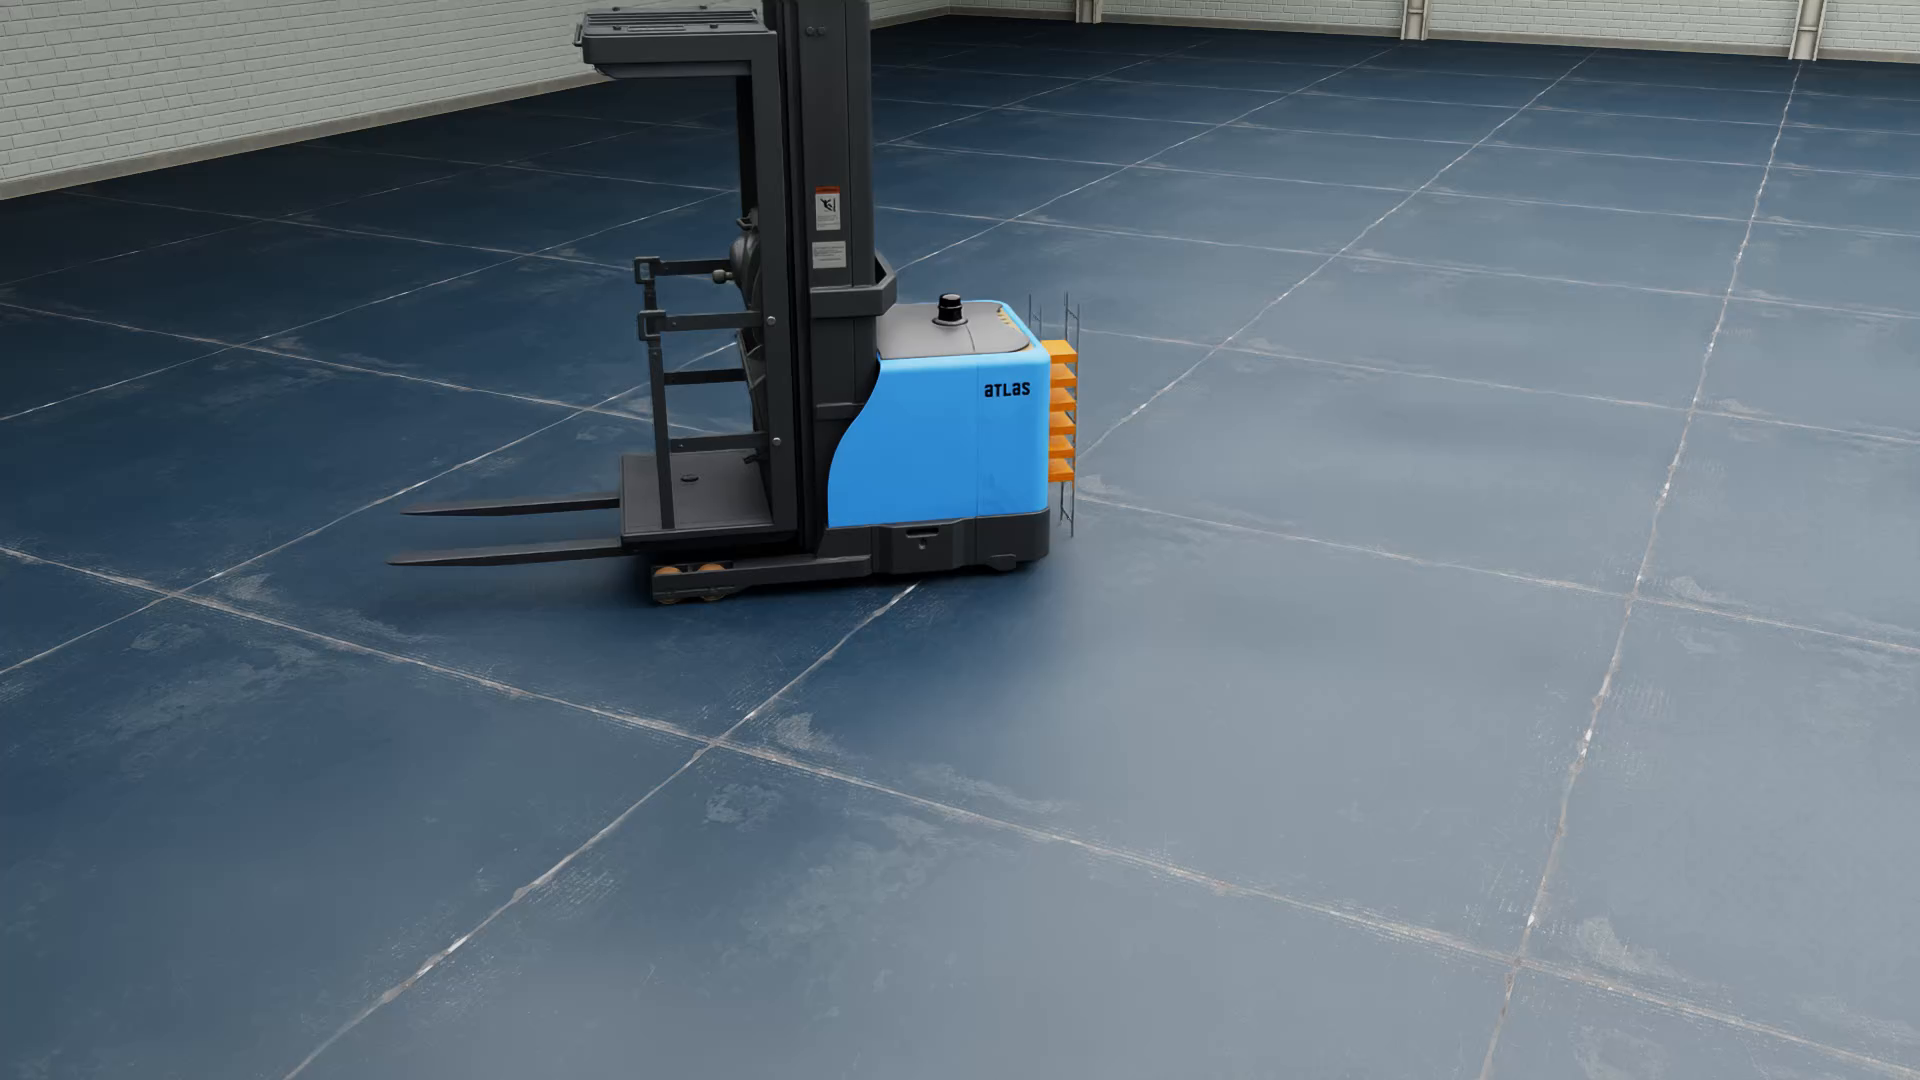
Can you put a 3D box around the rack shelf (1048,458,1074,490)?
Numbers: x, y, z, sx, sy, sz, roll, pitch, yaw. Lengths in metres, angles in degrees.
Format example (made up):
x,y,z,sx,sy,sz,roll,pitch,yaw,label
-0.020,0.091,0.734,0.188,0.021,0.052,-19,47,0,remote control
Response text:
x,y,z,sx,sy,sz,roll,pitch,yaw,label
0.446,-0.331,8.221,0.180,0.103,0.258,-4,23,-10,rack shelf

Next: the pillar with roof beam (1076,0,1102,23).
x,y,z,sx,sy,sz,roll,pitch,yaw,label
0.442,-12.239,25.530,0.400,9.000,9.100,11,25,25,pillar with roof beam

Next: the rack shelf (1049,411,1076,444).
x,y,z,sx,sy,sz,roll,pitch,yaw,label
0.446,-0.551,8.127,0.180,0.103,0.258,-4,23,-10,rack shelf

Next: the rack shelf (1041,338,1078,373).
x,y,z,sx,sy,sz,roll,pitch,yaw,label
0.446,-0.883,7.986,0.180,0.103,0.258,-4,23,-10,rack shelf

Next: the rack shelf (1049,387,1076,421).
x,y,z,sx,sy,sz,roll,pitch,yaw,label
0.446,-0.662,8.080,0.180,0.103,0.258,-4,23,-10,rack shelf

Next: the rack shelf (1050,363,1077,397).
x,y,z,sx,sy,sz,roll,pitch,yaw,label
0.446,-0.772,8.033,0.180,0.103,0.258,-4,23,-10,rack shelf

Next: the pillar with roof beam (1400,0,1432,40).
x,y,z,sx,sy,sz,roll,pitch,yaw,label
5.797,-11.179,23.039,0.400,9.000,9.100,11,25,25,pillar with roof beam

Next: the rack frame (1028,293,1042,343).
x,y,z,sx,sy,sz,roll,pitch,yaw,label
0.356,-0.585,8.094,0.006,1.200,0.240,-4,23,-10,rack frame

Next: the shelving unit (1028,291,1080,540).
x,y,z,sx,sy,sz,roll,pitch,yaw,label
0.446,-0.592,8.110,0.189,1.200,0.258,-4,23,-10,shelving unit

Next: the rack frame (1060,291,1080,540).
x,y,z,sx,sy,sz,roll,pitch,yaw,label
0.536,-0.599,8.126,0.006,1.200,0.240,-4,23,-10,rack frame

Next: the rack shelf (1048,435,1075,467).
x,y,z,sx,sy,sz,roll,pitch,yaw,label
0.446,-0.441,8.174,0.180,0.103,0.258,-4,23,-10,rack shelf

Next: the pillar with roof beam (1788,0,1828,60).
x,y,z,sx,sy,sz,roll,pitch,yaw,label
11.151,-10.120,20.547,0.400,9.000,9.100,11,25,25,pillar with roof beam

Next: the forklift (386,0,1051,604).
x,y,z,sx,sy,sz,roll,pitch,yaw,label
-1.143,-1.282,7.519,3.031,2.935,1.130,-4,23,-10,forklift
